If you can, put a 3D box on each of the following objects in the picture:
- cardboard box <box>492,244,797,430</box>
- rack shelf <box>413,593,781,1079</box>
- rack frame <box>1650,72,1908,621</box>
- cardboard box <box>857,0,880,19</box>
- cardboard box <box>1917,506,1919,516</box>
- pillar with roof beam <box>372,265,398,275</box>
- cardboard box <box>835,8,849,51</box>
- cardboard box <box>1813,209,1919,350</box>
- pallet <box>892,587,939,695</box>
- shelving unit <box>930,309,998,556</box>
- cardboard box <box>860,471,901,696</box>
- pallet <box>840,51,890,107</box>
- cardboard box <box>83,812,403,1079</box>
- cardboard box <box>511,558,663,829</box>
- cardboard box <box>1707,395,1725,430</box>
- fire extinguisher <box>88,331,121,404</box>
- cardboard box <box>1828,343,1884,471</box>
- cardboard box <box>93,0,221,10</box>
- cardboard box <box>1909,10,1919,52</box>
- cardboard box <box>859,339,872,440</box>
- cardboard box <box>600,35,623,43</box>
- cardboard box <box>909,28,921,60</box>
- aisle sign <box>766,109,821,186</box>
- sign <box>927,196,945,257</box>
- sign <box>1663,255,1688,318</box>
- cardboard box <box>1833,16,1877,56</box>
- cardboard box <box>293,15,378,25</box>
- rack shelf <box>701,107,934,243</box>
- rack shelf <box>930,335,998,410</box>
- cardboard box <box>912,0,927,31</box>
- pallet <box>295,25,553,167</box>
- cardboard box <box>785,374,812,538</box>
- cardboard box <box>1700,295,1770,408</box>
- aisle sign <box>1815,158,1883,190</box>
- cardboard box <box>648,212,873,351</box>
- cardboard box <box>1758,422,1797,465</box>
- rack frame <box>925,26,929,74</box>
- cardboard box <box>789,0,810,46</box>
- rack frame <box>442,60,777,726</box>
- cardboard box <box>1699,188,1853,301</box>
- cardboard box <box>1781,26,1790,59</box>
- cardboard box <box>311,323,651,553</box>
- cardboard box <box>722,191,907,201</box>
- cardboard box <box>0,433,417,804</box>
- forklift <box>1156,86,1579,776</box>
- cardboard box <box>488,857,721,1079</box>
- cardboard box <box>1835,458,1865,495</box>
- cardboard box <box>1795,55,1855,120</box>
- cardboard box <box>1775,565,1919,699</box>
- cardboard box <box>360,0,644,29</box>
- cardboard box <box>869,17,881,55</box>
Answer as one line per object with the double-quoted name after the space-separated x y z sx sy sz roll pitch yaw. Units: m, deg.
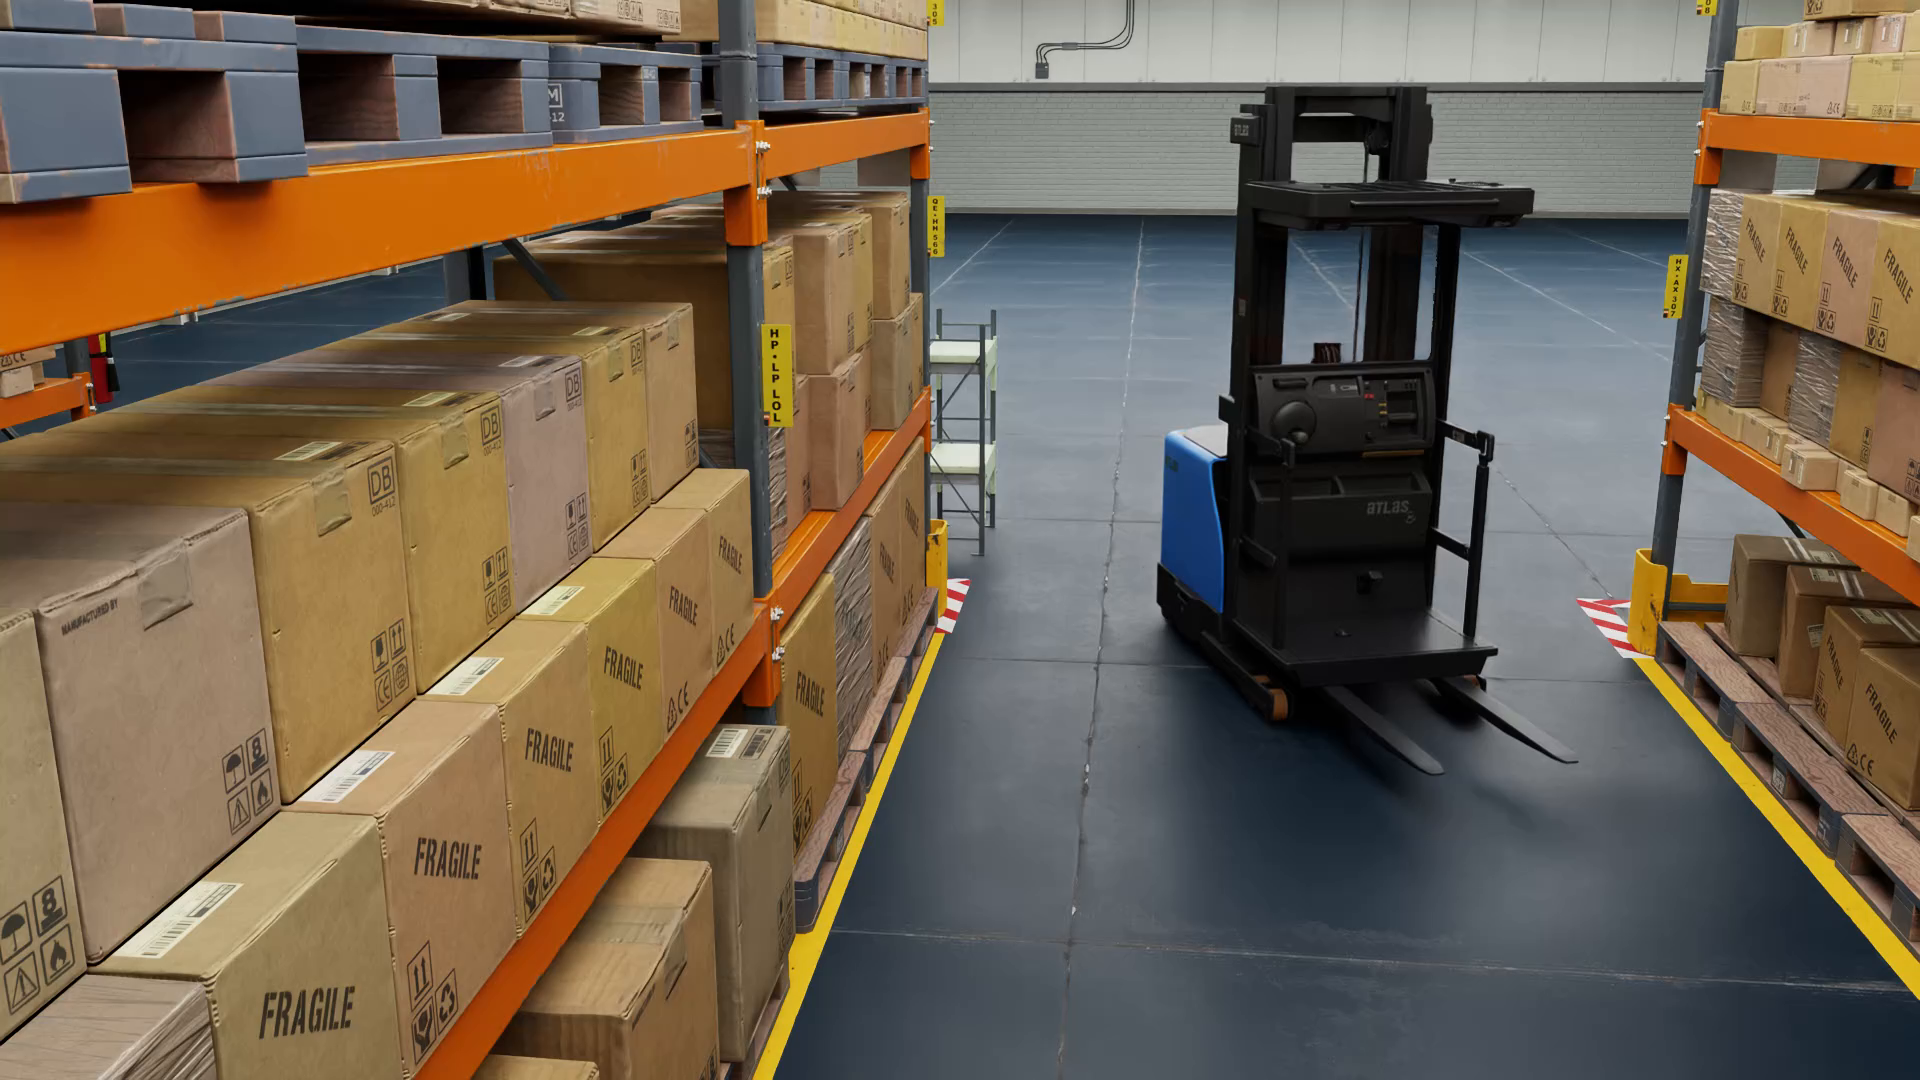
-1.047 -0.701 5.650 0.875 0.550 0.550 2 15 6 "cardboard box"
-1.348 0.854 3.636 1.077 0.370 4.000 2 15 6 "rack shelf"
4.246 -0.877 8.660 1.000 3.000 0.127 2 15 6 "rack frame"
-0.621 -2.294 6.874 0.500 0.250 0.500 2 15 7 "cardboard box"
3.729 -0.040 6.044 0.380 0.149 0.250 2 15 6 "cardboard box"
-5.199 -8.598 25.720 9.100 9.000 0.400 2 15 6 "pillar with roof beam"
-0.631 -1.938 6.322 0.380 0.149 0.250 1 15 5 "cardboard box"
3.744 -1.028 6.541 0.500 0.500 0.500 2 15 6 "cardboard box"
-0.684 0.506 8.886 1.003 0.211 1.213 2 15 6 "pallet"
0.001 -0.726 10.973 0.431 1.500 0.755 2 15 6 "shelving unit"
-0.779 0.179 8.018 0.875 0.875 0.875 1 15 5 "cardboard box"
-0.880 -1.945 7.031 1.003 0.211 1.213 2 15 6 "pallet"
-1.200 0.737 2.500 0.500 0.500 0.500 2 15 6 "cardboard box"
-1.030 0.345 3.948 0.500 0.500 0.500 2 15 7 "cardboard box"
3.930 -0.625 8.208 0.380 0.149 0.250 2 15 6 "cardboard box"
-5.130 -1.148 9.809 0.296 0.674 0.183 2 15 6 "fire extinguisher"
4.052 -0.536 6.638 0.875 0.500 0.500 2 15 6 "cardboard box"
-1.656 -1.181 2.849 0.500 0.500 0.500 2 15 6 "cardboard box"
3.688 -1.843 6.007 0.380 0.149 0.250 2 15 9 "cardboard box"
-0.896 -0.740 7.863 0.875 0.550 0.550 2 15 6 "cardboard box"
-1.371 -1.759 5.660 0.380 0.149 0.250 2 15 7 "cardboard box"
-0.401 -2.466 8.273 0.380 0.149 0.250 2 15 7 "cardboard box"
-0.961 -2.332 9.059 0.394 0.787 0.004 2 15 6 "aisle sign"
-0.133 -1.703 9.043 0.100 0.325 0.005 2 15 6 "sign"
3.707 -1.311 8.606 0.100 0.325 0.005 2 15 6 "sign"
3.804 -2.044 6.753 0.380 0.149 0.250 1 15 4 "cardboard box"
-1.539 -1.234 3.718 0.380 0.149 0.250 2 15 6 "cardboard box"
-0.897 -1.632 7.081 1.077 0.370 4.000 2 15 6 "rack shelf"
0.001 -1.102 10.871 0.431 0.370 0.720 2 15 6 "rack shelf"
-0.449 -2.685 8.319 0.500 0.250 0.500 2 15 7 "cardboard box"
-1.431 -0.790 2.953 1.003 0.211 1.213 2 15 9 "pallet"
-1.053 -0.324 6.326 0.875 0.550 0.550 2 15 6 "cardboard box"
4.157 -0.927 8.084 0.875 0.500 0.500 2 15 6 "cardboard box"
4.551 -2.139 8.347 0.394 0.787 0.004 2 15 6 "aisle sign"
-0.851 -1.120 7.203 0.875 0.550 0.500 2 15 6 "cardboard box"
3.844 -0.430 7.488 0.380 0.149 0.250 2 15 6 "cardboard box"
-0.671 -3.946 8.514 1.000 3.000 0.127 2 15 6 "rack frame"
-0.716 -1.742 5.595 0.380 0.149 0.250 2 15 6 "cardboard box"
-1.122 -0.012 5.461 1.000 3.000 0.127 2 15 6 "rack frame"
3.913 -1.417 7.980 0.500 0.500 0.500 2 15 6 "cardboard box"
3.954 -2.247 7.503 0.380 0.149 0.250 1 15 5 "cardboard box"
-1.229 -0.281 4.346 0.700 0.500 0.500 1 15 5 "cardboard box"
-0.751 -1.548 8.785 0.875 0.550 0.550 2 15 6 "cardboard box"
-1.402 0.114 2.887 0.700 0.500 0.500 1 15 5 "cardboard box"
1.935 -0.648 7.944 1.130 2.935 3.031 -3 15 -11 "forklift"
-1.216 1.285 4.169 1.050 0.750 0.750 2 15 6 "cardboard box"
3.815 -0.234 6.763 0.380 0.149 0.250 2 15 6 "cardboard box"
3.823 -1.873 6.884 0.500 0.250 0.500 2 15 6 "cardboard box"
4.125 0.444 7.757 0.500 0.500 0.500 6 16 21 "cardboard box"
-1.043 -1.312 3.812 0.500 0.250 0.500 2 15 6 "cardboard box"
-0.544 -2.136 7.052 0.380 0.149 0.250 2 15 7 "cardboard box"
